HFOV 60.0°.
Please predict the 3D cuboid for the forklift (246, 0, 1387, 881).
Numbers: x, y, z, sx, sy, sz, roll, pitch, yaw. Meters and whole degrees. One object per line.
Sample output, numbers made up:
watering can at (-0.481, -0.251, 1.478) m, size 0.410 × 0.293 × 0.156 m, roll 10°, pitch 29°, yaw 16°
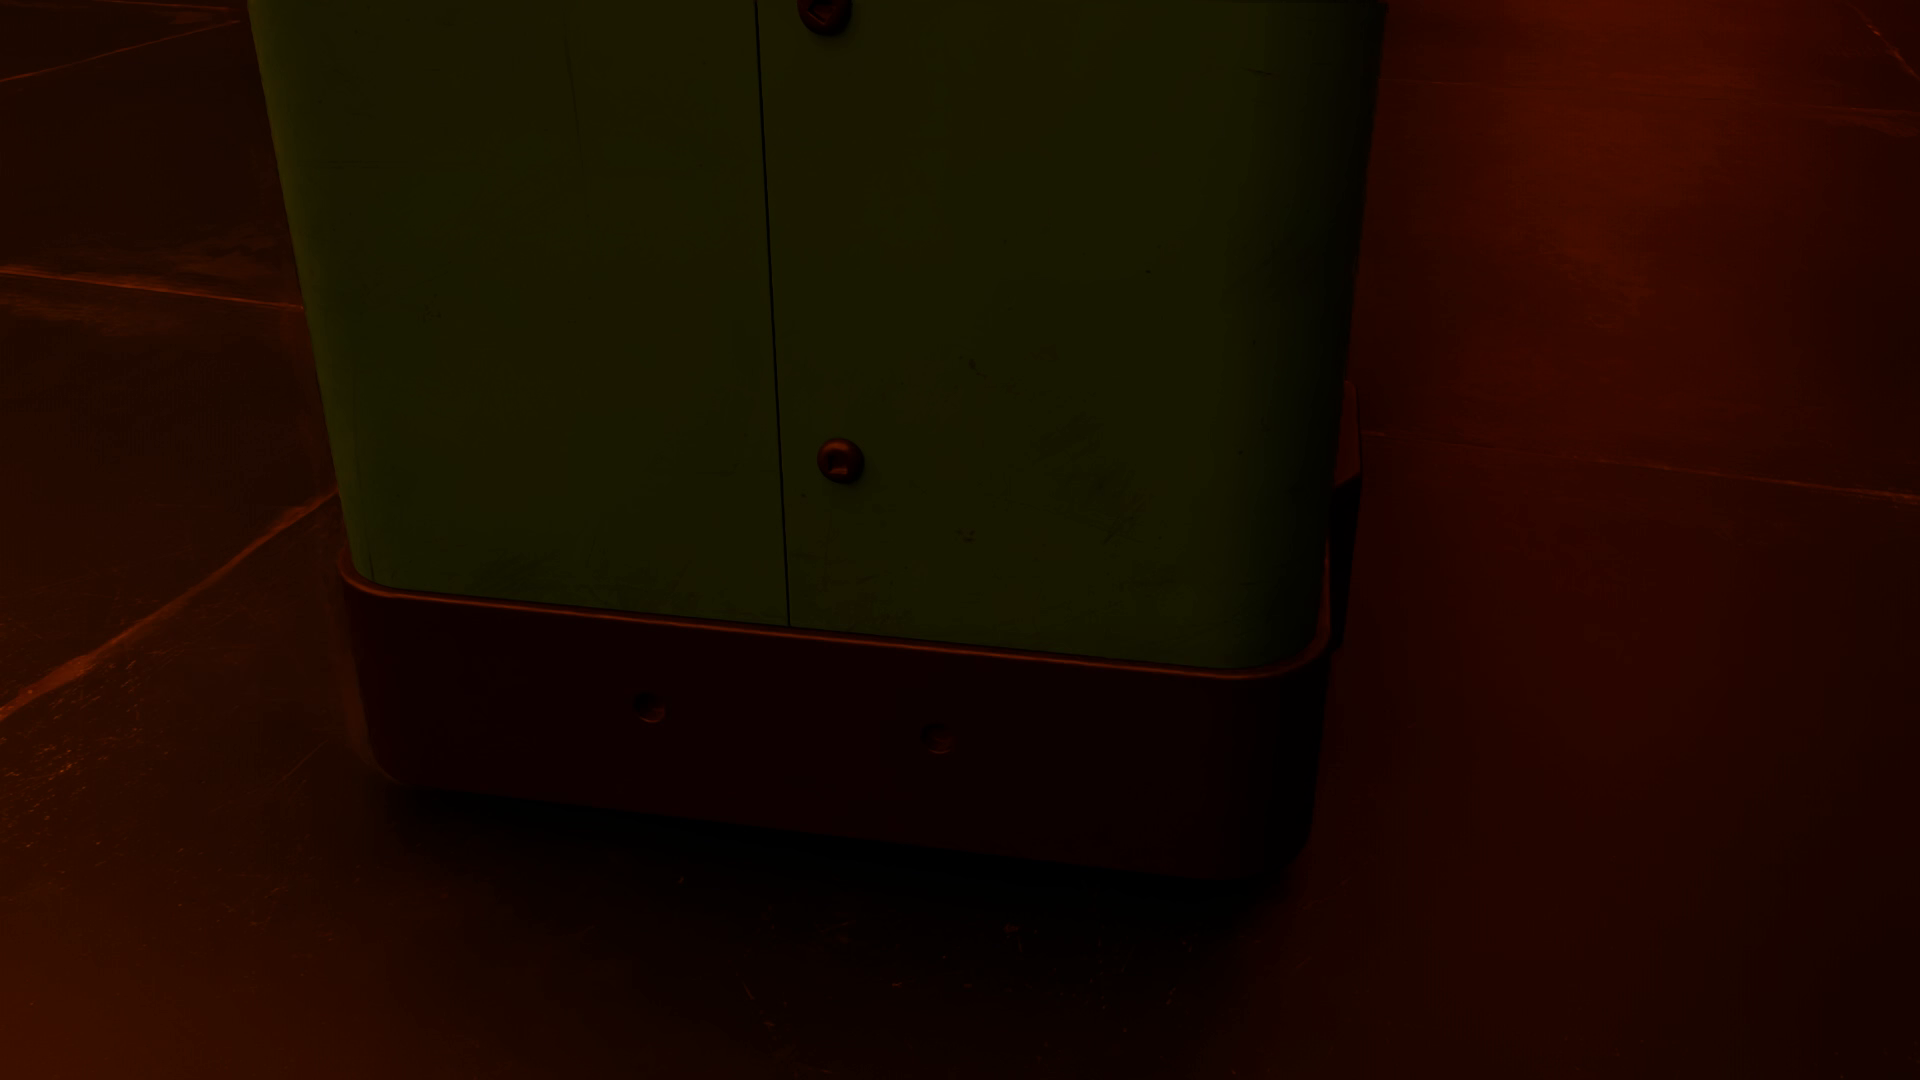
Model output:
forklift at (0.114, -1.611, 2.433) m, size 1.130 × 2.935 × 3.031 m, roll 5°, pitch 27°, yaw 10°
